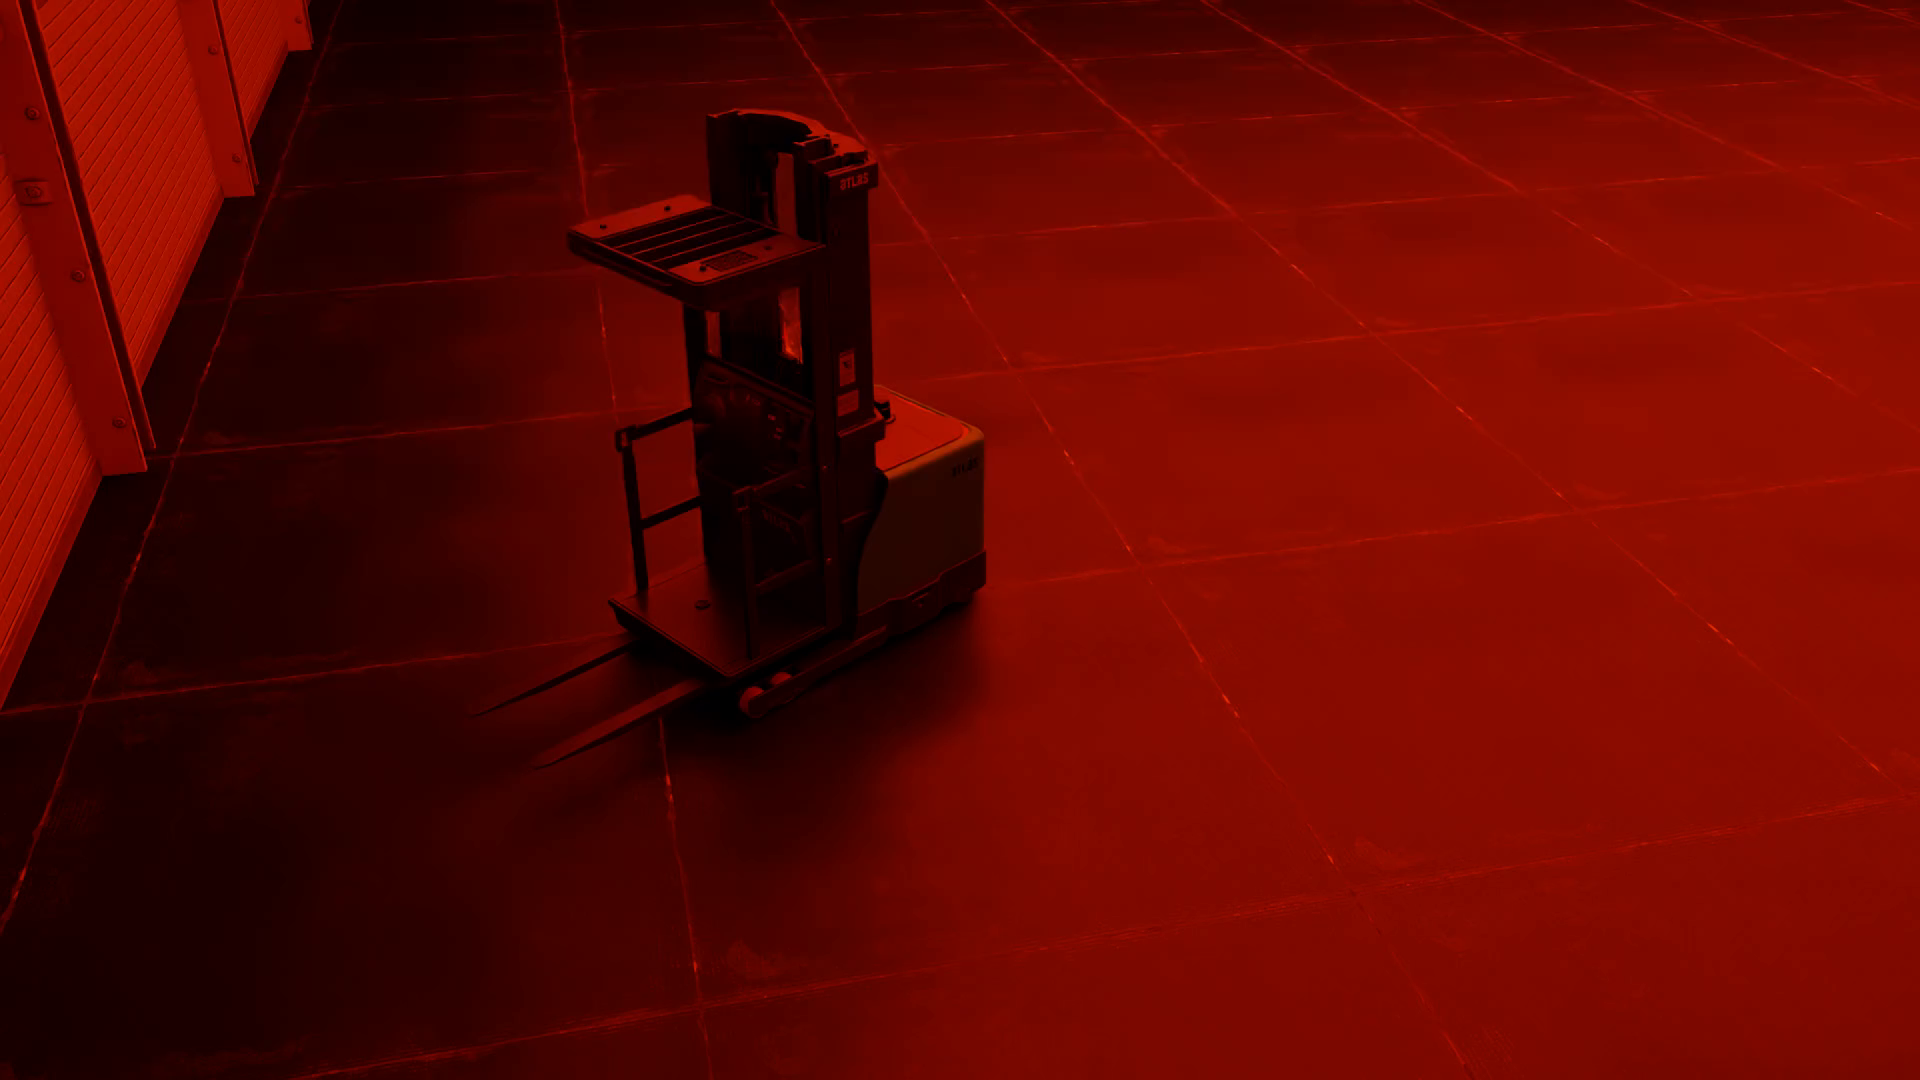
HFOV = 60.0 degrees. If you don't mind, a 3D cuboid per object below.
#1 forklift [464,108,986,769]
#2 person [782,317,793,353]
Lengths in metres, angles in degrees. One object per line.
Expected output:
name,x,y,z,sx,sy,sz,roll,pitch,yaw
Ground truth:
forklift,-1.242,-0.611,8.629,3.031,2.935,1.130,-27,39,-38
person,-1.363,-1.130,11.040,0.519,1.591,1.128,-13,33,-22
